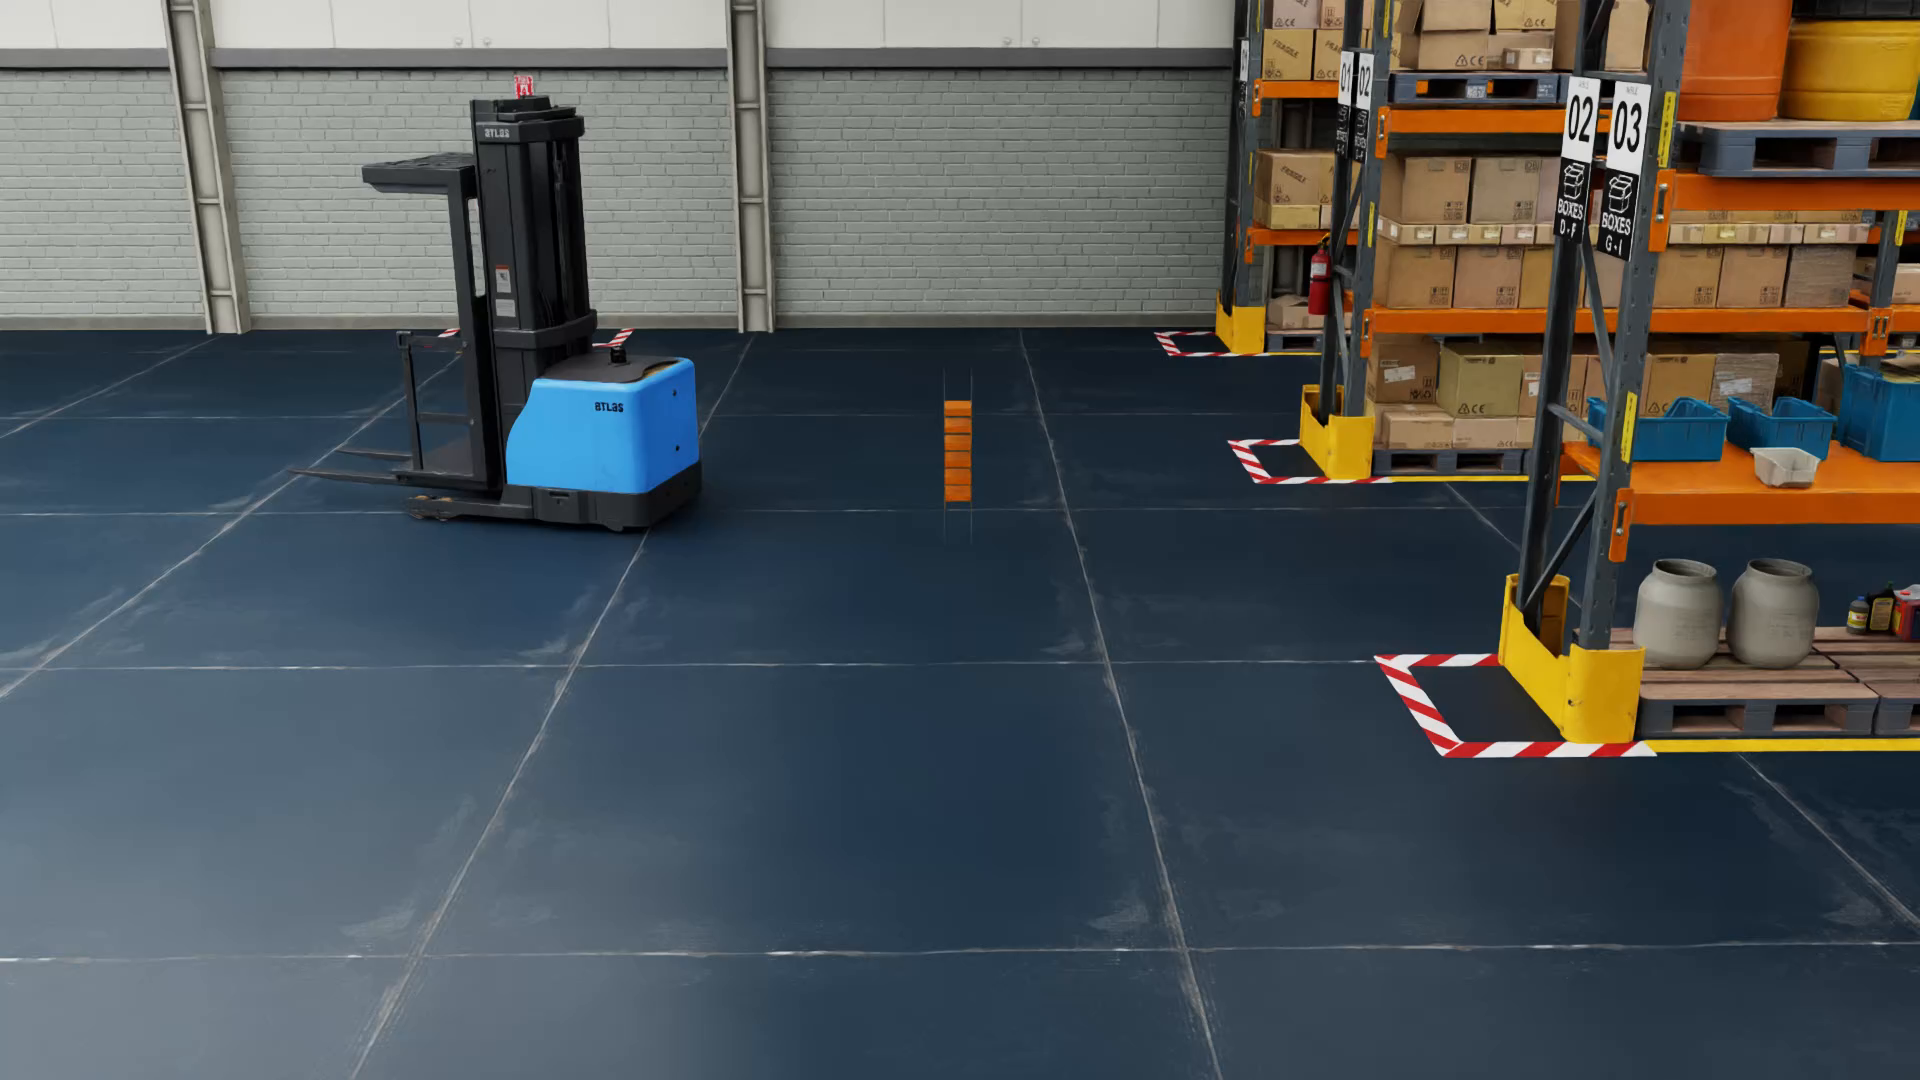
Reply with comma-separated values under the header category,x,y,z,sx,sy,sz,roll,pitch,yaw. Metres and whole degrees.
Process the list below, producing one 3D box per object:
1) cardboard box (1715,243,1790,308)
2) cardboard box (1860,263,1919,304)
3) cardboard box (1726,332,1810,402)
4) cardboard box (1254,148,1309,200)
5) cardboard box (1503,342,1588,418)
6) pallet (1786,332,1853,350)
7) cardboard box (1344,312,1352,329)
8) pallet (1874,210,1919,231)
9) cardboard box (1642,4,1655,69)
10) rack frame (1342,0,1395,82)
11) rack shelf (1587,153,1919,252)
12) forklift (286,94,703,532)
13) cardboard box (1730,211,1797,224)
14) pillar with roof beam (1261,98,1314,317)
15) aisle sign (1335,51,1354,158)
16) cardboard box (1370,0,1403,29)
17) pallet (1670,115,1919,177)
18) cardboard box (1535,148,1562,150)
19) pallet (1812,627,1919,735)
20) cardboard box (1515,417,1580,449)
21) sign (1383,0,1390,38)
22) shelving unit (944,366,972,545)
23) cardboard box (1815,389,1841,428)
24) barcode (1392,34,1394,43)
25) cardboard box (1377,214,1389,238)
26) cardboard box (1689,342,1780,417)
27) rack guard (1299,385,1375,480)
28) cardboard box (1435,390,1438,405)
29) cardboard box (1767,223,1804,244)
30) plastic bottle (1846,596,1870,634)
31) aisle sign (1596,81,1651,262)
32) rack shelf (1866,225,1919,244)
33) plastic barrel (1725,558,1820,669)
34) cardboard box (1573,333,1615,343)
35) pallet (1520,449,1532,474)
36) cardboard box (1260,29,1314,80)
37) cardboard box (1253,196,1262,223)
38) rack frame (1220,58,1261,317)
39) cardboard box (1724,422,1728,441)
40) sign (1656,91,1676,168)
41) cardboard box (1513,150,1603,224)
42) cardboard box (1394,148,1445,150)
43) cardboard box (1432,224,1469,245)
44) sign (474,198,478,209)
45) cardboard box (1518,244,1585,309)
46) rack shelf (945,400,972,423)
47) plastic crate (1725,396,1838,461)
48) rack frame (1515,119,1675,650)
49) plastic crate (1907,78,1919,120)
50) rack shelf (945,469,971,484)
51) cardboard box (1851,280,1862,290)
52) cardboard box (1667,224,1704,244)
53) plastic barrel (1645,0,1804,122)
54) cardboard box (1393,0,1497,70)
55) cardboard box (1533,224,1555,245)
category,x,y,z,sx,sy,sz,roll,pitch,yaw
cardboard box,6.103,-2.139,13.142,0.500,0.500,0.700,0,18,-1
cardboard box,7.565,-2.045,13.256,0.500,0.250,0.500,1,18,3
cardboard box,6.605,-1.441,13.716,0.500,0.500,0.500,0,18,-1
cardboard box,3.460,-3.956,17.955,0.500,0.500,0.500,0,18,-1
cardboard box,4.613,-1.273,13.190,0.500,0.500,0.500,0,18,-1
pallet,8.993,-2.296,18.360,1.213,0.211,1.003,0,18,-1
cardboard box,4.255,-2.502,18.117,0.500,0.311,0.500,1,18,4
pallet,10.280,-3.505,17.878,1.003,0.211,1.213,0,18,-1
cardboard box,5.425,-3.875,12.720,0.637,0.503,0.797,2,18,5
rack frame,3.074,-4.938,12.207,0.127,3.000,1.000,0,18,-1
rack shelf,5.148,-1.663,8.089,4.000,0.370,1.077,0,18,-1
forklift,-3.505,-1.685,12.001,3.031,2.935,1.130,5,18,14
cardboard box,6.125,-2.759,12.949,0.500,0.500,0.700,0,18,-1
pillar with roof beam,3.746,-5.403,13.659,0.400,9.000,9.100,0,18,-1
aisle sign,3.004,-3.408,13.005,0.004,0.787,0.394,0,18,-1
cardboard box,4.396,-5.476,16.963,0.500,0.500,0.500,0,18,1
pallet,3.977,-1.881,7.898,1.213,0.211,1.003,0,18,-1
cardboard box,6.518,-3.970,17.997,0.500,0.500,0.500,-1,18,-2
pallet,5.253,0.738,8.902,1.213,0.211,1.003,0,18,-1
cardboard box,4.614,-0.912,13.294,0.500,0.250,0.500,0,18,-1
sign,3.077,-3.794,11.991,0.005,0.325,0.100,0,18,-1
shelving unit,-0.014,-0.571,11.364,0.189,1.200,0.258,0,18,-1
cardboard box,7.484,-1.081,13.822,0.500,0.250,0.500,0,18,-1
barcode,3.368,-3.934,13.041,0.075,0.075,0.001,0,18,-1
cardboard box,3.453,-2.497,13.197,0.250,0.149,0.380,-1,18,-2
cardboard box,6.113,-1.280,13.214,0.500,0.500,0.500,0,18,-1
rack guard,3.050,-0.891,13.505,0.348,0.500,1.175,0,18,-1
cardboard box,4.105,-1.071,13.788,0.500,0.250,0.500,0,18,-1
cardboard box,6.296,-2.387,12.853,0.250,0.149,0.380,-1,18,-2
plastic bottle,4.978,0.412,9.213,0.097,0.201,0.097,0,18,0
aisle sign,3.081,-1.716,7.731,0.004,0.787,0.394,0,18,-1
rack shelf,8.991,-3.280,18.040,4.000,0.370,1.077,0,18,-1
plastic barrel,4.307,0.388,8.814,0.421,0.512,0.421,0,18,0
cardboard box,5.105,-1.433,13.692,0.500,0.500,0.500,0,18,-1
pallet,5.055,-0.775,13.617,1.213,0.211,1.003,0,18,-1
cardboard box,3.331,-5.005,17.131,0.500,0.500,0.500,0,18,1
cardboard box,3.457,-3.593,18.052,0.500,0.250,0.500,0,18,0
rack frame,2.992,-3.594,17.840,0.127,3.000,1.000,0,18,-1
cardboard box,6.113,-0.923,13.327,0.500,0.250,0.500,0,18,-1
sign,3.153,-1.833,7.424,0.005,0.325,0.100,0,18,-1
cardboard box,4.624,-2.752,12.927,0.500,0.500,0.700,0,18,-1
cardboard box,4.984,-3.962,17.972,0.500,0.500,0.500,0,18,0
cardboard box,3.734,-2.376,12.817,0.250,0.149,0.380,-1,18,-2
sign,-5.347,-3.878,18.668,0.234,0.329,0.001,0,18,-1
cardboard box,4.563,-2.132,13.118,0.500,0.500,0.700,0,18,0
rack shelf,-0.014,-0.872,11.268,0.180,0.103,0.258,0,18,-1
plastic crate,4.294,-0.592,8.727,0.408,0.251,0.499,0,18,-1
rack frame,3.149,-0.568,8.408,0.127,3.000,1.000,0,18,-1
plastic crate,5.051,-2.090,8.267,0.575,0.384,0.392,0,18,-1
rack shelf,-0.014,-0.415,11.414,0.180,0.103,0.258,0,18,-1
cardboard box,9.755,-2.665,18.317,0.500,0.500,0.700,0,18,-1
cardboard box,5.536,-2.384,12.844,0.250,0.149,0.380,0,18,1
plastic barrel,3.632,-2.442,7.948,0.708,0.830,0.600,0,18,-1
cardboard box,3.649,-3.827,12.569,0.637,0.503,0.797,1,18,3
cardboard box,4.502,-2.379,12.827,0.250,0.149,0.380,-1,18,-3
